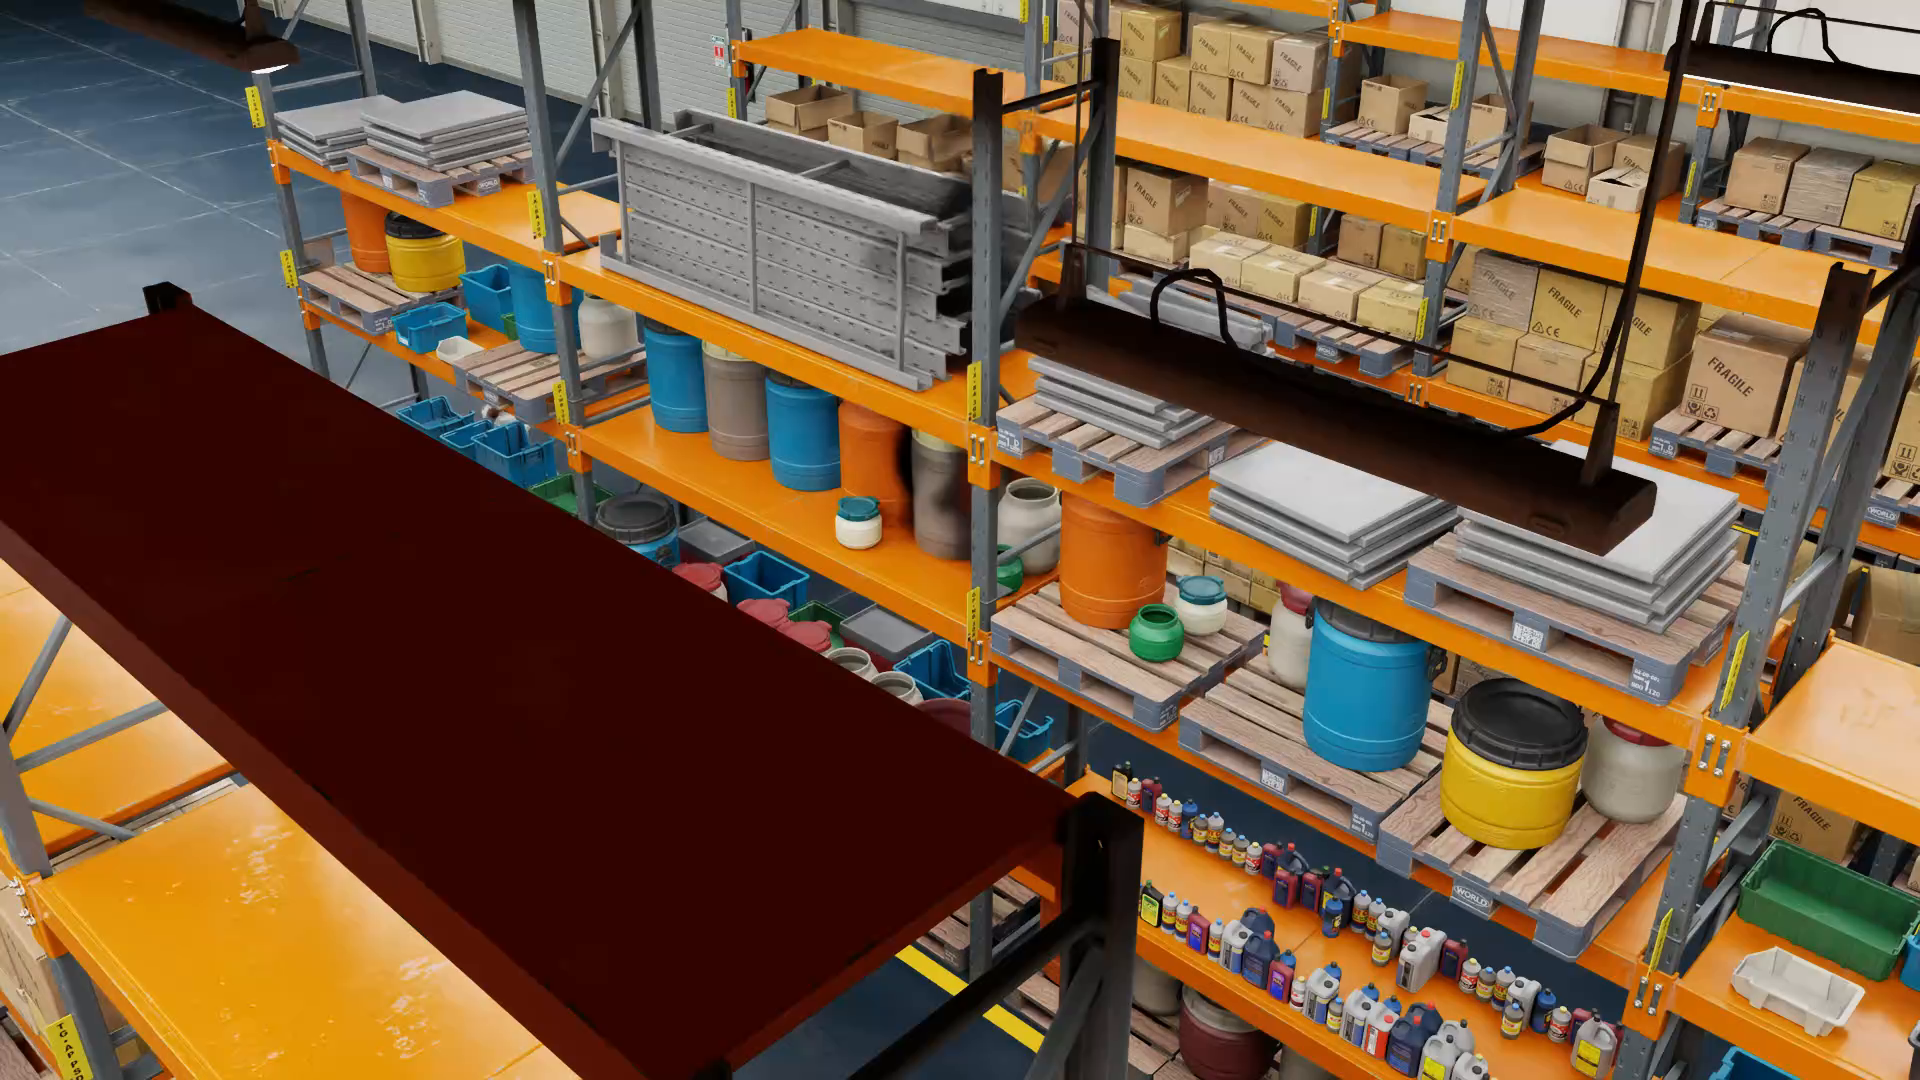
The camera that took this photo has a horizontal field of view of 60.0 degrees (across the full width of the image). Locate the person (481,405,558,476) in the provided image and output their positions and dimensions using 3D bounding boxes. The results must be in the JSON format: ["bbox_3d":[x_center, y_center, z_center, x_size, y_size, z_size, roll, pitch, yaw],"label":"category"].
[{"bbox_3d":[-4.412,-1.156,16.541,0.848,1.752,0.723,13,32,22],"label":"person"}]
